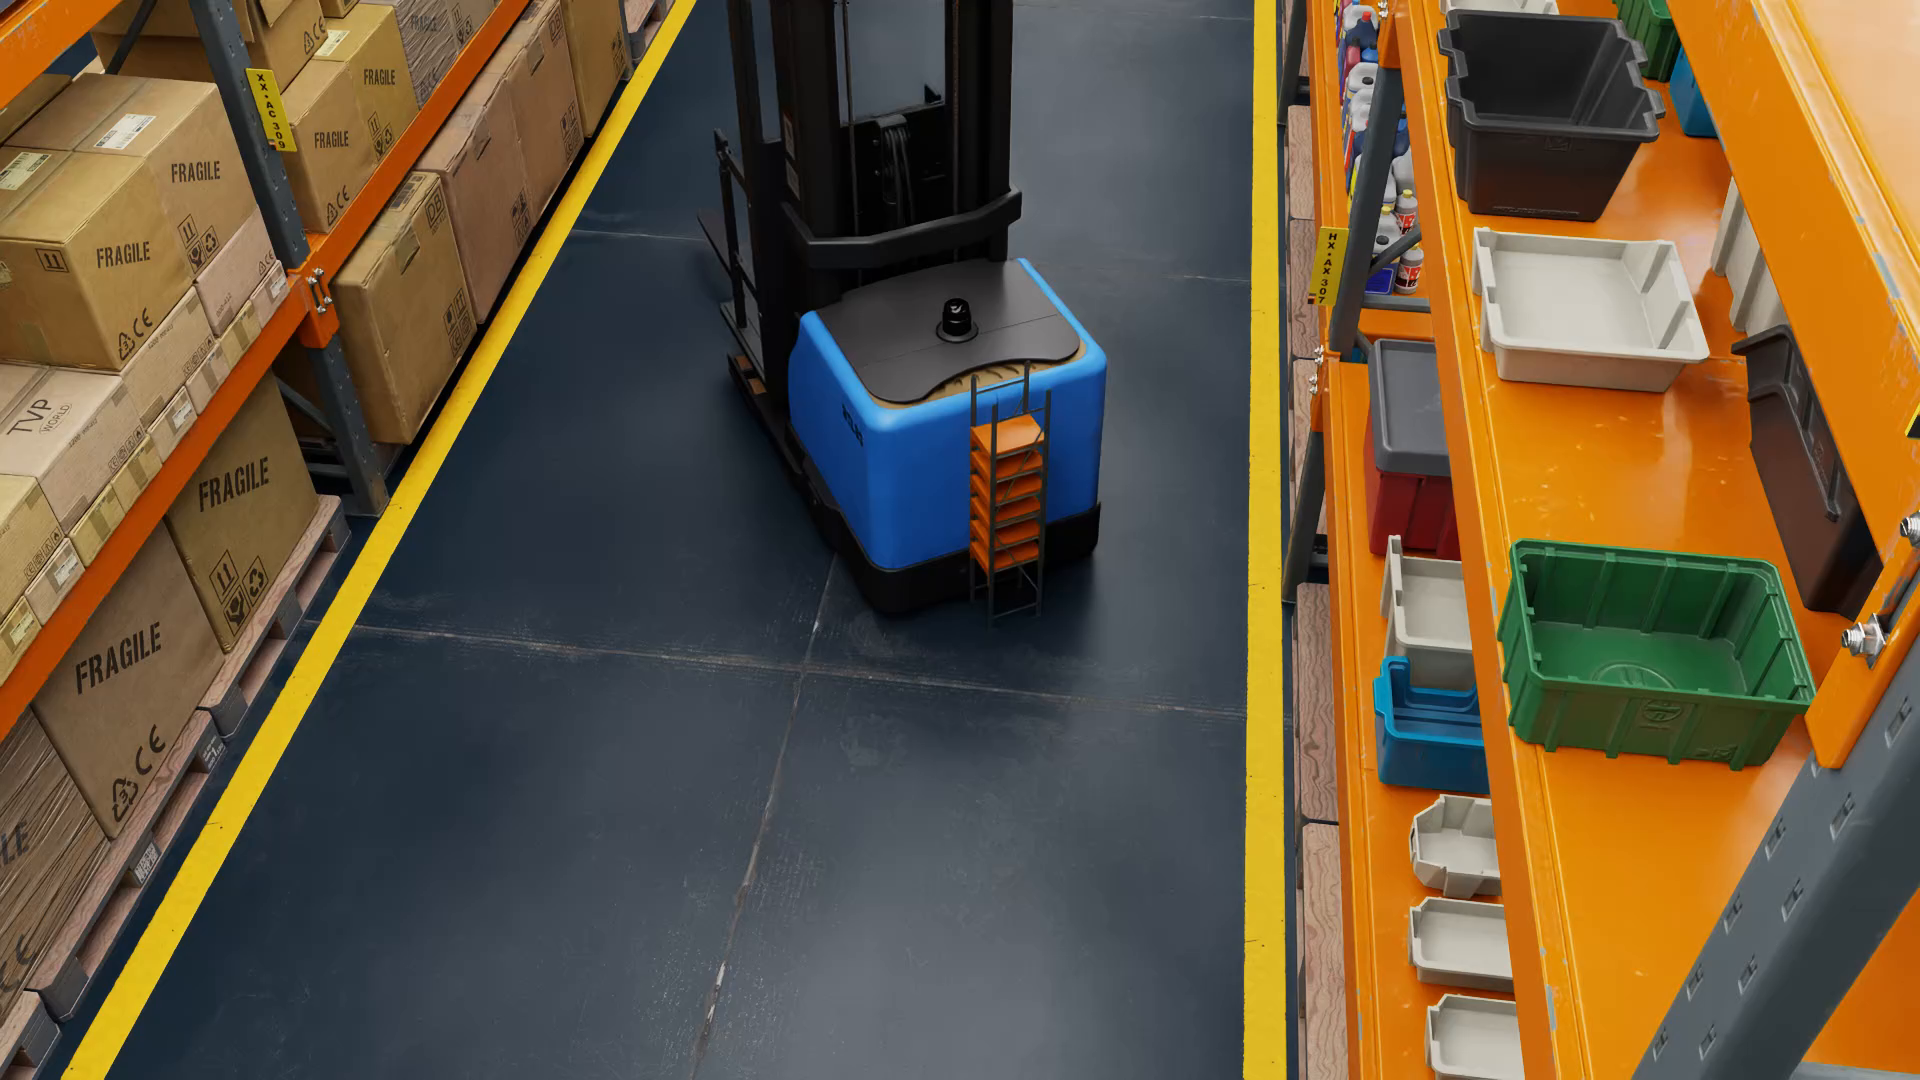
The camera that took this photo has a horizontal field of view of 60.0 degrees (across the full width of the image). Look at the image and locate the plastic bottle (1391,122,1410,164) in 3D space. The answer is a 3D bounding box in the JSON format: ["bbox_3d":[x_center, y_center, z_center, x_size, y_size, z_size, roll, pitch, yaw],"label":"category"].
[{"bbox_3d":[1.818,-1.569,6.784,0.144,0.351,0.185,5,44,6],"label":"plastic bottle"}]

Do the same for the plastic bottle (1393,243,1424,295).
[{"bbox_3d":[1.711,-1.046,6.339,0.097,0.201,0.097,0,43,0],"label":"plastic bottle"}]

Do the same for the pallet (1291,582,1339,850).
[{"bbox_3d":[1.795,0.699,6.381,1.003,0.211,1.213,5,44,6],"label":"pallet"}]

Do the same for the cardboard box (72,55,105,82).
[{"bbox_3d":[-3.265,-1.648,6.759,0.500,0.500,0.500,5,44,6],"label":"cardboard box"}]

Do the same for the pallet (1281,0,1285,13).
[{"bbox_3d":[2.687,-3.885,11.222,1.003,0.211,1.213,5,44,6],"label":"pallet"}]

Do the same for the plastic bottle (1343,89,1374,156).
[{"bbox_3d":[1.718,-1.756,7.035,0.152,0.276,0.135,5,44,6],"label":"plastic bottle"}]

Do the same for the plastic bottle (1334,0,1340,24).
[{"bbox_3d":[1.853,-2.592,7.922,0.097,0.271,0.097,0,43,0],"label":"plastic bottle"}]

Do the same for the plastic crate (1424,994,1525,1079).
[{"bbox_3d":[1.306,1.213,3.957,0.396,0.136,0.243,5,44,6],"label":"plastic crate"}]

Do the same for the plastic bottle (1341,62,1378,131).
[{"bbox_3d":[1.748,-1.914,7.202,0.152,0.276,0.135,5,44,6],"label":"plastic bottle"}]

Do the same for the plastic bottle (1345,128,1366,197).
[{"bbox_3d":[1.675,-1.583,6.798,0.144,0.351,0.185,5,44,6],"label":"plastic bottle"}]

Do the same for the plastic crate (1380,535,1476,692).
[{"bbox_3d":[1.469,0.227,4.894,0.437,0.282,0.530,5,44,6],"label":"plastic crate"}]

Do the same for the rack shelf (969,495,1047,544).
[{"bbox_3d":[0.189,-0.111,6.581,0.258,0.103,0.180,-17,46,-17],"label":"rack shelf"}]

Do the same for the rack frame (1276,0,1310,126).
[{"bbox_3d":[2.382,-3.544,8.834,1.000,3.000,0.127,5,44,6],"label":"rack frame"}]

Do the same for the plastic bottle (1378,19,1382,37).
[{"bbox_3d":[1.965,-2.285,7.540,0.144,0.351,0.185,5,44,6],"label":"plastic bottle"}]

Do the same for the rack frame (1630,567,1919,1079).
[{"bbox_3d":[1.321,-0.271,1.013,0.949,2.616,0.053,5,44,6],"label":"rack frame"}]

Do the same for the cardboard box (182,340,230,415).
[{"bbox_3d":[-2.840,-0.589,5.896,0.380,0.149,0.250,5,44,5],"label":"cardboard box"}]

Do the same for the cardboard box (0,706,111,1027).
[{"bbox_3d":[-3.459,1.013,5.261,0.875,0.875,0.875,5,44,6],"label":"cardboard box"}]

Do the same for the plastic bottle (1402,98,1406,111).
[{"bbox_3d":[1.844,-1.755,7.038,0.097,0.271,0.097,0,43,0],"label":"plastic bottle"}]

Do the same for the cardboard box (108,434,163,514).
[{"bbox_3d":[-2.907,-0.238,5.525,0.380,0.149,0.250,6,44,6],"label":"cardboard box"}]

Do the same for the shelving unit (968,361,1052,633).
[{"bbox_3d":[0.189,-0.143,6.551,0.258,1.200,0.189,-17,46,-17],"label":"shelving unit"}]

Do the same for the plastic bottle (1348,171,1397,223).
[{"bbox_3d":[1.633,-1.320,6.575,0.152,0.276,0.135,5,44,6],"label":"plastic bottle"}]

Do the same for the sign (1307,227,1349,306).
[{"bbox_3d":[1.308,-0.970,5.914,0.100,0.325,0.005,5,44,6],"label":"sign"}]

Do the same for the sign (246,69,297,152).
[{"bbox_3d":[-2.506,-1.562,6.053,0.100,0.325,0.005,5,44,6],"label":"sign"}]

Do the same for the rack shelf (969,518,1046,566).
[{"bbox_3d":[0.189,-0.024,6.664,0.258,0.103,0.180,-17,46,-17],"label":"rack shelf"}]

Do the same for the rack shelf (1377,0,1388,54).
[{"bbox_3d":[2.118,-3.009,6.610,1.077,0.370,4.000,5,44,6],"label":"rack shelf"}]

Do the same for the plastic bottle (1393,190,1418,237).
[{"bbox_3d":[1.759,-1.295,6.602,0.097,0.201,0.097,0,43,0],"label":"plastic bottle"}]

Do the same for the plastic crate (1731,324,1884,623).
[{"bbox_3d":[1.799,-0.175,3.139,0.504,0.338,0.767,5,44,6],"label":"plastic crate"}]

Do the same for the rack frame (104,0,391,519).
[{"bbox_3d":[-3.056,-1.269,6.430,1.000,3.000,0.127,5,44,6],"label":"rack frame"}]

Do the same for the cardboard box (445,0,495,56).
[{"bbox_3d":[-2.552,-2.632,7.797,0.500,0.500,0.500,6,44,6],"label":"cardboard box"}]

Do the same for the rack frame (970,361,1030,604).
[{"bbox_3d":[0.151,-0.201,6.611,0.240,1.200,0.006,-17,46,-17],"label":"rack frame"}]

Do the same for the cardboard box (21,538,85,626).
[{"bbox_3d":[-2.976,0.109,5.158,0.380,0.149,0.250,6,44,6],"label":"cardboard box"}]

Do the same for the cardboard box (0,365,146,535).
[{"bbox_3d":[-2.988,-0.297,5.296,0.500,0.250,0.500,6,44,6],"label":"cardboard box"}]

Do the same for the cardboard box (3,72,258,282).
[{"bbox_3d":[-2.852,-1.257,5.765,0.500,0.500,0.500,6,44,7],"label":"cardboard box"}]

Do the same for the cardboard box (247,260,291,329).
[{"bbox_3d":[-2.772,-0.940,6.266,0.380,0.149,0.250,5,44,6],"label":"cardboard box"}]

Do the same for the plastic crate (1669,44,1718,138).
[{"bbox_3d":[2.049,-1.197,4.295,0.416,0.233,0.300,5,44,6],"label":"plastic crate"}]

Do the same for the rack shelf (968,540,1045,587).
[{"bbox_3d":[0.189,0.063,6.746,0.258,0.103,0.180,-17,46,-17],"label":"rack shelf"}]

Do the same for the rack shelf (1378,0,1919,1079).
[{"bbox_3d":[1.589,-0.283,3.731,1.077,0.370,4.000,5,44,6],"label":"rack shelf"}]

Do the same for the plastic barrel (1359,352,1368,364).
[{"bbox_3d":[1.942,-0.578,6.922,0.600,0.901,0.708,5,44,6],"label":"plastic barrel"}]

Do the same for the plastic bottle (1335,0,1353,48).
[{"bbox_3d":[1.807,-2.453,7.766,0.061,0.283,0.133,5,44,6],"label":"plastic bottle"}]

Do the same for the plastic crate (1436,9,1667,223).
[{"bbox_3d":[1.417,-1.038,4.101,0.497,0.269,0.590,5,44,6],"label":"plastic crate"}]

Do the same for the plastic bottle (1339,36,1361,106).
[{"bbox_3d":[1.734,-2.078,7.370,0.061,0.283,0.133,5,44,6],"label":"plastic bottle"}]

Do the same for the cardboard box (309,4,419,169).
[{"bbox_3d":[-2.682,-1.938,7.065,0.500,0.500,0.500,5,44,6],"label":"cardboard box"}]

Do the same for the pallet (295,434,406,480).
[{"bbox_3d":[-3.029,-0.789,7.952,1.003,0.211,1.213,5,44,6],"label":"pallet"}]

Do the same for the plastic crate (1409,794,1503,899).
[{"bbox_3d":[1.339,0.818,4.375,0.298,0.136,0.250,5,44,6],"label":"plastic crate"}]

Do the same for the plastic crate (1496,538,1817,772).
[{"bbox_3d":[1.172,0.197,2.855,0.450,0.188,0.336,5,44,6],"label":"plastic crate"}]

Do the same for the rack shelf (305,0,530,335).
[{"bbox_3d":[-2.792,-2.370,8.117,1.077,0.370,4.000,5,44,6],"label":"rack shelf"}]

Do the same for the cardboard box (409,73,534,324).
[{"bbox_3d":[-2.874,-1.697,8.122,1.225,0.875,0.875,4,44,4],"label":"cardboard box"}]

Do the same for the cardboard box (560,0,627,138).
[{"bbox_3d":[-2.639,-2.907,9.401,1.225,0.875,0.875,3,44,4],"label":"cardboard box"}]

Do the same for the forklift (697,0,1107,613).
[{"bbox_3d":[-0.466,-1.785,7.026,1.130,2.935,3.031,-17,46,-17],"label":"forklift"}]

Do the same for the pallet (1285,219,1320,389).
[{"bbox_3d":[2.156,-1.162,8.346,1.003,0.211,1.213,5,44,6],"label":"pallet"}]

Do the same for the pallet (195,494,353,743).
[{"bbox_3d":[-3.234,0.255,6.849,1.003,0.211,1.213,5,44,6],"label":"pallet"}]

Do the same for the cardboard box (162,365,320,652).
[{"bbox_3d":[-3.223,-0.207,6.549,0.875,0.875,0.875,5,44,6],"label":"cardboard box"}]

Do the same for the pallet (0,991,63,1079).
[{"bbox_3d":[-3.557,1.918,5.093,1.003,0.211,1.213,5,44,6],"label":"pallet"}]

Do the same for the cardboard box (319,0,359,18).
[{"bbox_3d":[-2.878,-2.572,7.004,0.797,0.503,0.637,6,44,6],"label":"cardboard box"}]

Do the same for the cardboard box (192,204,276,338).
[{"bbox_3d":[-2.854,-0.997,6.037,0.500,0.250,0.500,4,44,5],"label":"cardboard box"}]

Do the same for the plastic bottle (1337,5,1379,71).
[{"bbox_3d":[1.821,-2.289,7.598,0.152,0.276,0.135,5,44,6],"label":"plastic bottle"}]
